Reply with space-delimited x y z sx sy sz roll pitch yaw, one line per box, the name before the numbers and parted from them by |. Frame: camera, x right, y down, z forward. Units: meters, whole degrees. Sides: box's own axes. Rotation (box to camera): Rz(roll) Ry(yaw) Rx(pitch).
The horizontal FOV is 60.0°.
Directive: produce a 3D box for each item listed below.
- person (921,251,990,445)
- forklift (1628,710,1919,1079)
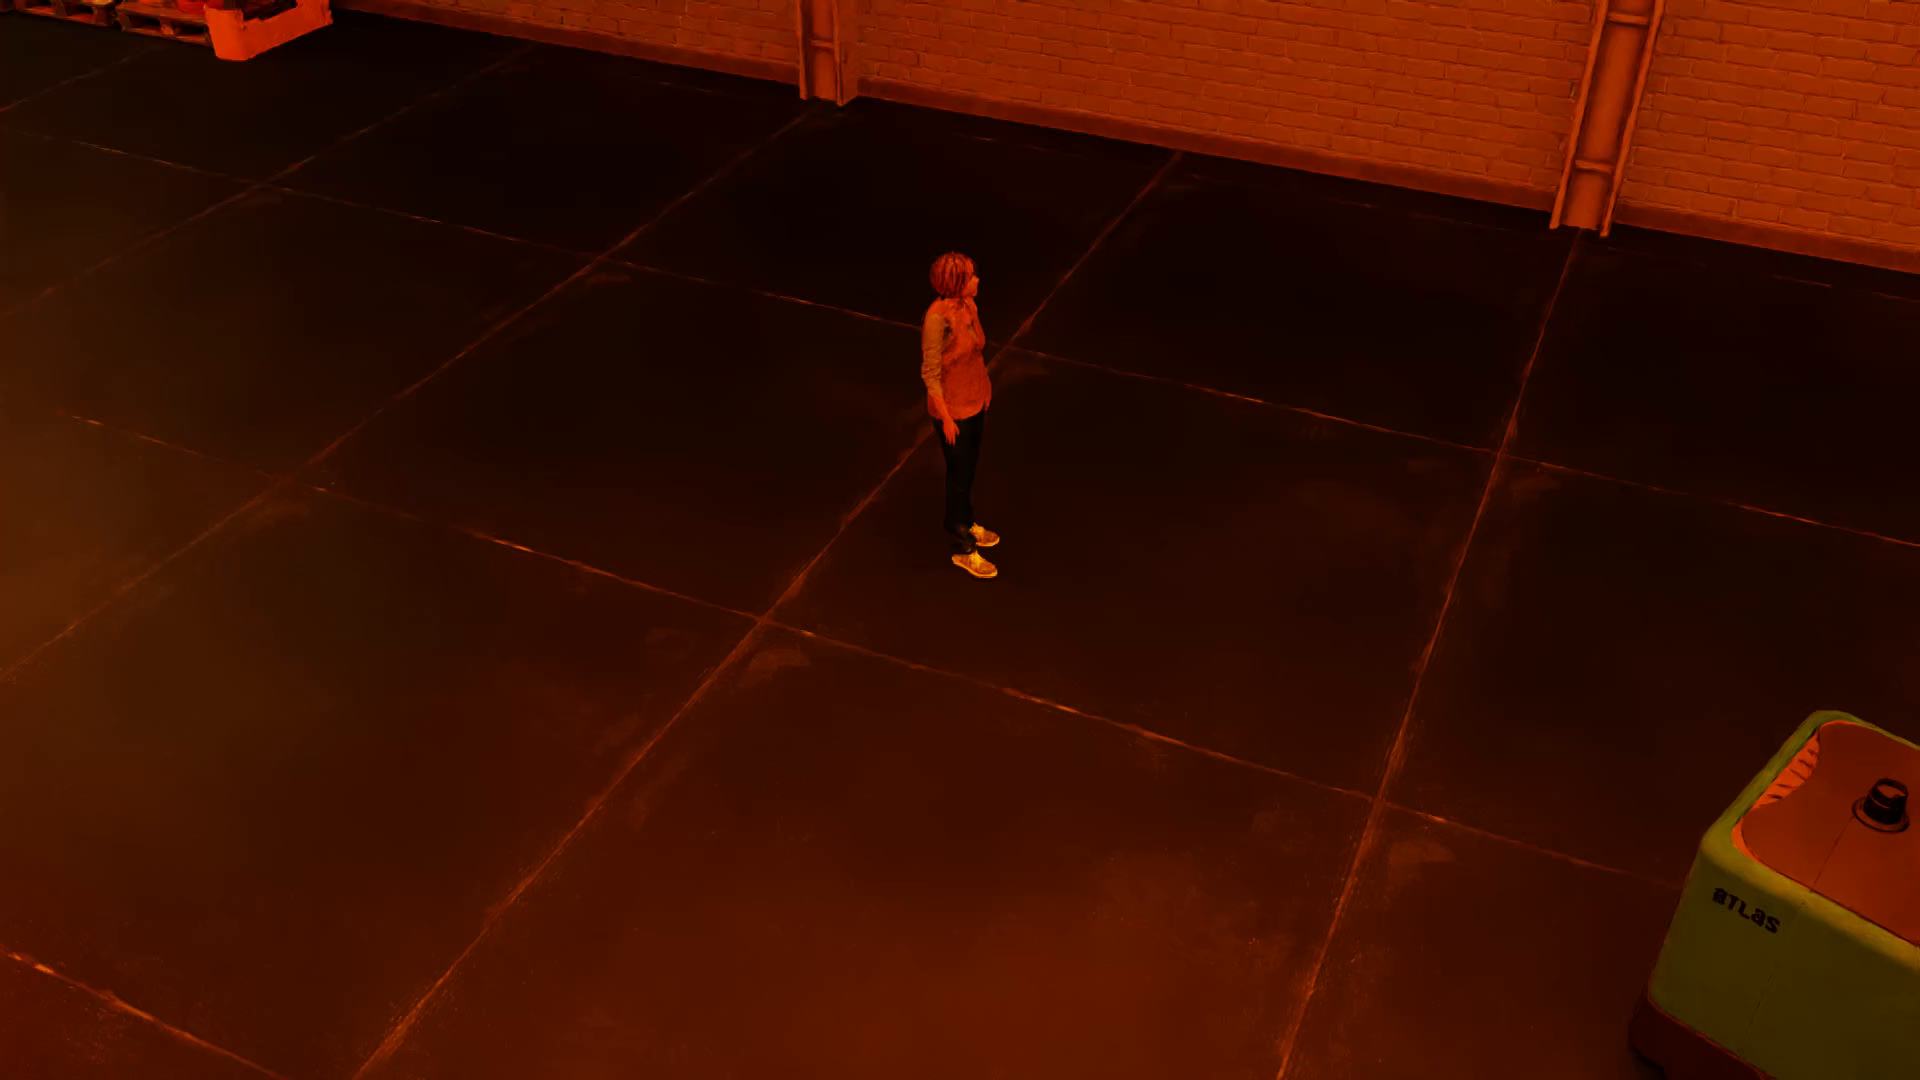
person | -0.025 -0.936 7.951 0.257 0.920 0.502 15 38 20
forklift | 3.801 1.065 4.593 1.130 2.935 3.031 -30 45 -35
